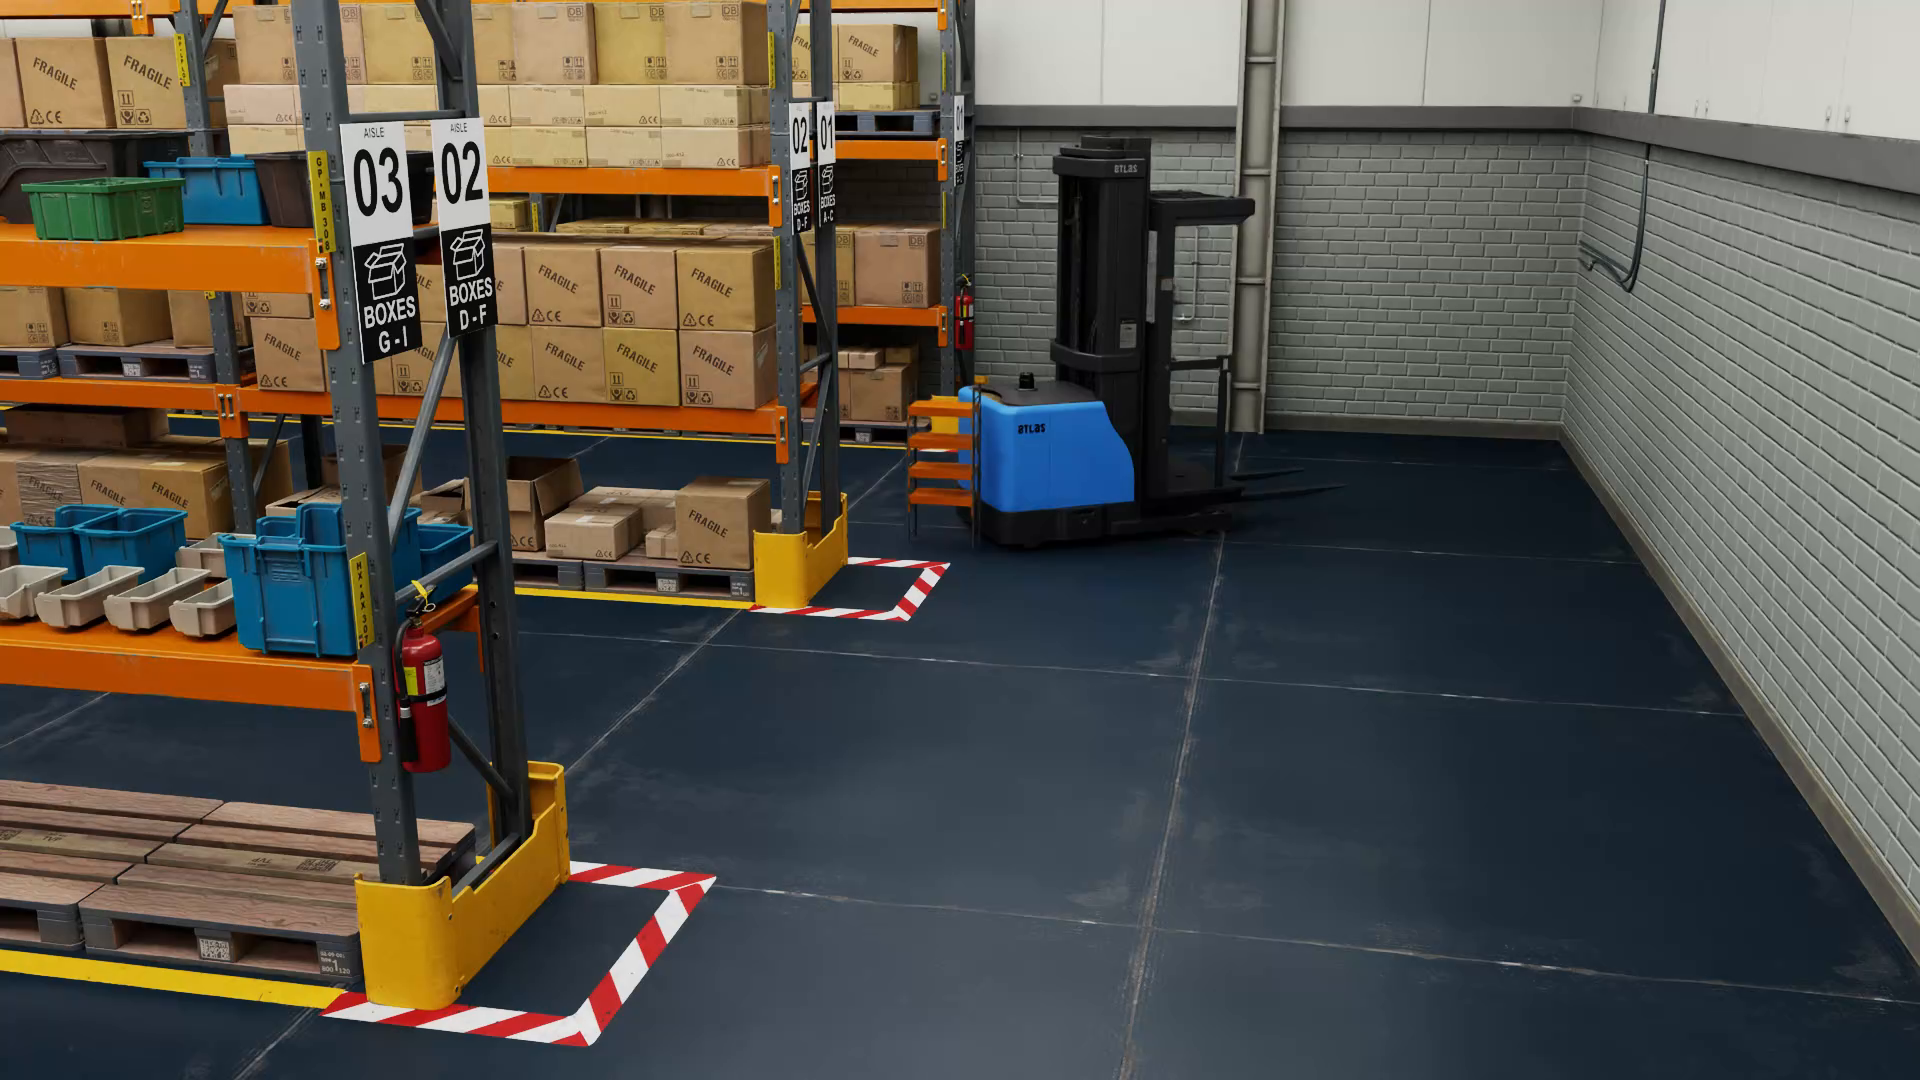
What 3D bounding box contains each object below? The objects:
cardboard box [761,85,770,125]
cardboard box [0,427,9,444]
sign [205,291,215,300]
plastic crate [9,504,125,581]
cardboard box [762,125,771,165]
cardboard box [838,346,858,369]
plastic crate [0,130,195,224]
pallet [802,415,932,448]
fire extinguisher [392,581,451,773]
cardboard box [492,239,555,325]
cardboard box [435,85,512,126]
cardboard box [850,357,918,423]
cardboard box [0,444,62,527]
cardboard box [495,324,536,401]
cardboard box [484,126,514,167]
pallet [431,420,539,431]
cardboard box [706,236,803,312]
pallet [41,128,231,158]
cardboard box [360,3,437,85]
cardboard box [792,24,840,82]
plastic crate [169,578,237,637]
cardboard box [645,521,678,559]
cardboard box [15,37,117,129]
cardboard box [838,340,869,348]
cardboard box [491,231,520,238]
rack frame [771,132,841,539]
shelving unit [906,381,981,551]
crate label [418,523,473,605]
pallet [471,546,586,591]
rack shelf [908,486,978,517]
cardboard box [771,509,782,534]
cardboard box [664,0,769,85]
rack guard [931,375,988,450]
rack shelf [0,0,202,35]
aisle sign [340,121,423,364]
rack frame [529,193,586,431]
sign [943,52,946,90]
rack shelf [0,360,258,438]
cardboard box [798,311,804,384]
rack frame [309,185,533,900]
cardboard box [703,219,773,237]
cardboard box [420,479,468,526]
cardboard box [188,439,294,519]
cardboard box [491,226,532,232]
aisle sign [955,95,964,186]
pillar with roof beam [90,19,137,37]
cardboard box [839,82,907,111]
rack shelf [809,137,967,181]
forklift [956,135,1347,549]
[{"bbox_3d":[-1.452,-2.859,10.918,0.500,0.250,0.500,3,16,11],"label":"cardboard box"},{"bbox_3d":[-7.369,-0.566,12.775,0.500,0.500,0.500,3,16,9],"label":"cardboard box"},{"bbox_3d":[-5.027,-1.774,11.110,0.005,0.325,0.100,3,16,11],"label":"sign"},{"bbox_3d":[-3.751,0.013,7.027,0.300,0.233,0.416,3,16,11],"label":"plastic crate"},{"bbox_3d":[-1.453,-2.616,10.979,0.500,0.250,0.500,3,16,11],"label":"cardboard box"},{"bbox_3d":[-1.135,-1.739,15.832,0.250,0.149,0.380,4,16,13],"label":"cardboard box"},{"bbox_3d":[-3.433,-1.422,6.505,0.767,0.338,0.504,3,16,11],"label":"plastic crate"},{"bbox_3d":[-0.816,-1.123,16.152,1.213,0.211,1.003,3,16,11],"label":"pallet"},{"bbox_3d":[-1.933,0.490,5.946,0.183,0.674,0.296,3,16,11],"label":"fire extinguisher"},{"bbox_3d":[-2.998,-1.711,10.990,0.500,0.500,0.500,4,16,13],"label":"cardboard box"},{"bbox_3d":[-3.025,-2.803,10.717,0.500,0.250,0.500,3,16,11],"label":"cardboard box"},{"bbox_3d":[-0.722,-1.454,16.017,0.500,0.500,0.700,3,16,11],"label":"cardboard box"},{"bbox_3d":[-6.933,-0.402,12.183,0.500,0.500,0.500,3,16,9],"label":"cardboard box"},{"bbox_3d":[-2.984,-1.231,11.131,0.500,0.500,0.500,3,16,10],"label":"cardboard box"},{"bbox_3d":[-3.023,-2.564,10.792,0.500,0.250,0.500,3,16,11],"label":"cardboard box"},{"bbox_3d":[-4.707,-1.335,16.917,1.213,0.211,1.003,3,16,11],"label":"pallet"},{"bbox_3d":[-1.382,-1.772,11.208,0.500,0.500,0.500,4,16,13],"label":"cardboard box"},{"bbox_3d":[-5.545,-2.770,11.605,1.003,0.211,1.213,3,16,11],"label":"pallet"},{"bbox_3d":[-3.483,-3.233,10.864,0.500,0.500,0.700,3,16,11],"label":"cardboard box"},{"bbox_3d":[-1.276,-4.427,15.139,0.500,0.500,0.500,4,16,13],"label":"cardboard box"},{"bbox_3d":[-2.826,0.249,6.357,0.243,0.136,0.396,3,16,11],"label":"plastic crate"},{"bbox_3d":[-1.961,-0.005,11.375,0.250,0.166,0.380,3,16,11],"label":"cardboard box"},{"bbox_3d":[-6.058,-3.182,11.579,0.600,0.600,0.600,3,16,10],"label":"cardboard box"},{"bbox_3d":[-1.057,-1.839,16.192,0.250,0.149,0.380,3,16,11],"label":"cardboard box"},{"bbox_3d":[-3.376,-1.879,11.597,0.500,0.500,0.500,3,16,12],"label":"cardboard box"},{"bbox_3d":[-1.000,-1.149,11.021,0.127,3.000,1.000,3,16,11],"label":"rack frame"},{"bbox_3d":[-0.117,-0.543,12.206,0.503,1.200,0.258,3,16,12],"label":"shelving unit"},{"bbox_3d":[-2.167,0.099,6.716,0.303,0.233,0.416,3,16,11],"label":"crate label"},{"bbox_3d":[-3.048,0.083,11.796,1.213,0.211,1.003,3,16,11],"label":"pallet"},{"bbox_3d":[-0.117,-0.287,12.277,0.480,0.148,0.258,3,16,12],"label":"rack shelf"},{"bbox_3d":[-1.342,-0.099,11.748,0.250,0.149,0.380,3,16,11],"label":"cardboard box"},{"bbox_3d":[-1.507,-3.148,10.557,0.500,0.500,0.700,3,16,11],"label":"cardboard box"},{"bbox_3d":[0.007,-1.239,16.029,0.348,0.500,1.175,3,16,11],"label":"rack guard"},{"bbox_3d":[-9.816,-5.329,16.969,4.000,0.370,1.077,3,16,11],"label":"rack shelf"},{"bbox_3d":[-1.979,-1.026,5.706,0.004,0.787,0.394,3,16,11],"label":"aisle sign"},{"bbox_3d":[-3.936,-2.658,16.468,0.127,3.000,1.000,3,16,11],"label":"rack frame"},{"bbox_3d":[-0.138,-4.138,14.682,0.005,0.325,0.100,3,16,11],"label":"sign"},{"bbox_3d":[-6.880,-1.121,12.269,4.000,0.370,1.077,3,16,11],"label":"rack shelf"},{"bbox_3d":[-1.382,-1.290,11.342,0.500,0.500,0.500,3,16,12],"label":"cardboard box"},{"bbox_3d":[-1.991,0.147,6.344,0.127,3.000,1.000,3,16,11],"label":"rack frame"},{"bbox_3d":[-1.979,-2.693,16.033,0.700,0.700,0.980,2,16,8],"label":"cardboard box"},{"bbox_3d":[-3.570,-0.282,12.104,0.500,0.311,0.500,3,16,11],"label":"cardboard box"},{"bbox_3d":[-5.345,-0.459,12.387,0.500,0.500,0.500,2,16,9],"label":"cardboard box"},{"bbox_3d":[-4.439,-2.818,16.263,0.500,0.500,0.500,3,16,10],"label":"cardboard box"},{"bbox_3d":[-0.006,-3.616,15.056,0.004,0.787,0.394,3,16,11],"label":"aisle sign"},{"bbox_3d":[-9.815,-4.931,13.436,0.400,9.000,9.100,3,16,11],"label":"pillar with roof beam"},{"bbox_3d":[-0.787,-4.038,15.140,0.500,0.250,0.500,4,16,13],"label":"cardboard box"},{"bbox_3d":[-1.976,-3.650,15.779,4.000,0.370,1.077,3,16,11],"label":"rack shelf"},{"bbox_3d":[1.543,-1.572,12.678,3.031,2.935,1.130,-6,16,-20],"label":"forklift"}]
